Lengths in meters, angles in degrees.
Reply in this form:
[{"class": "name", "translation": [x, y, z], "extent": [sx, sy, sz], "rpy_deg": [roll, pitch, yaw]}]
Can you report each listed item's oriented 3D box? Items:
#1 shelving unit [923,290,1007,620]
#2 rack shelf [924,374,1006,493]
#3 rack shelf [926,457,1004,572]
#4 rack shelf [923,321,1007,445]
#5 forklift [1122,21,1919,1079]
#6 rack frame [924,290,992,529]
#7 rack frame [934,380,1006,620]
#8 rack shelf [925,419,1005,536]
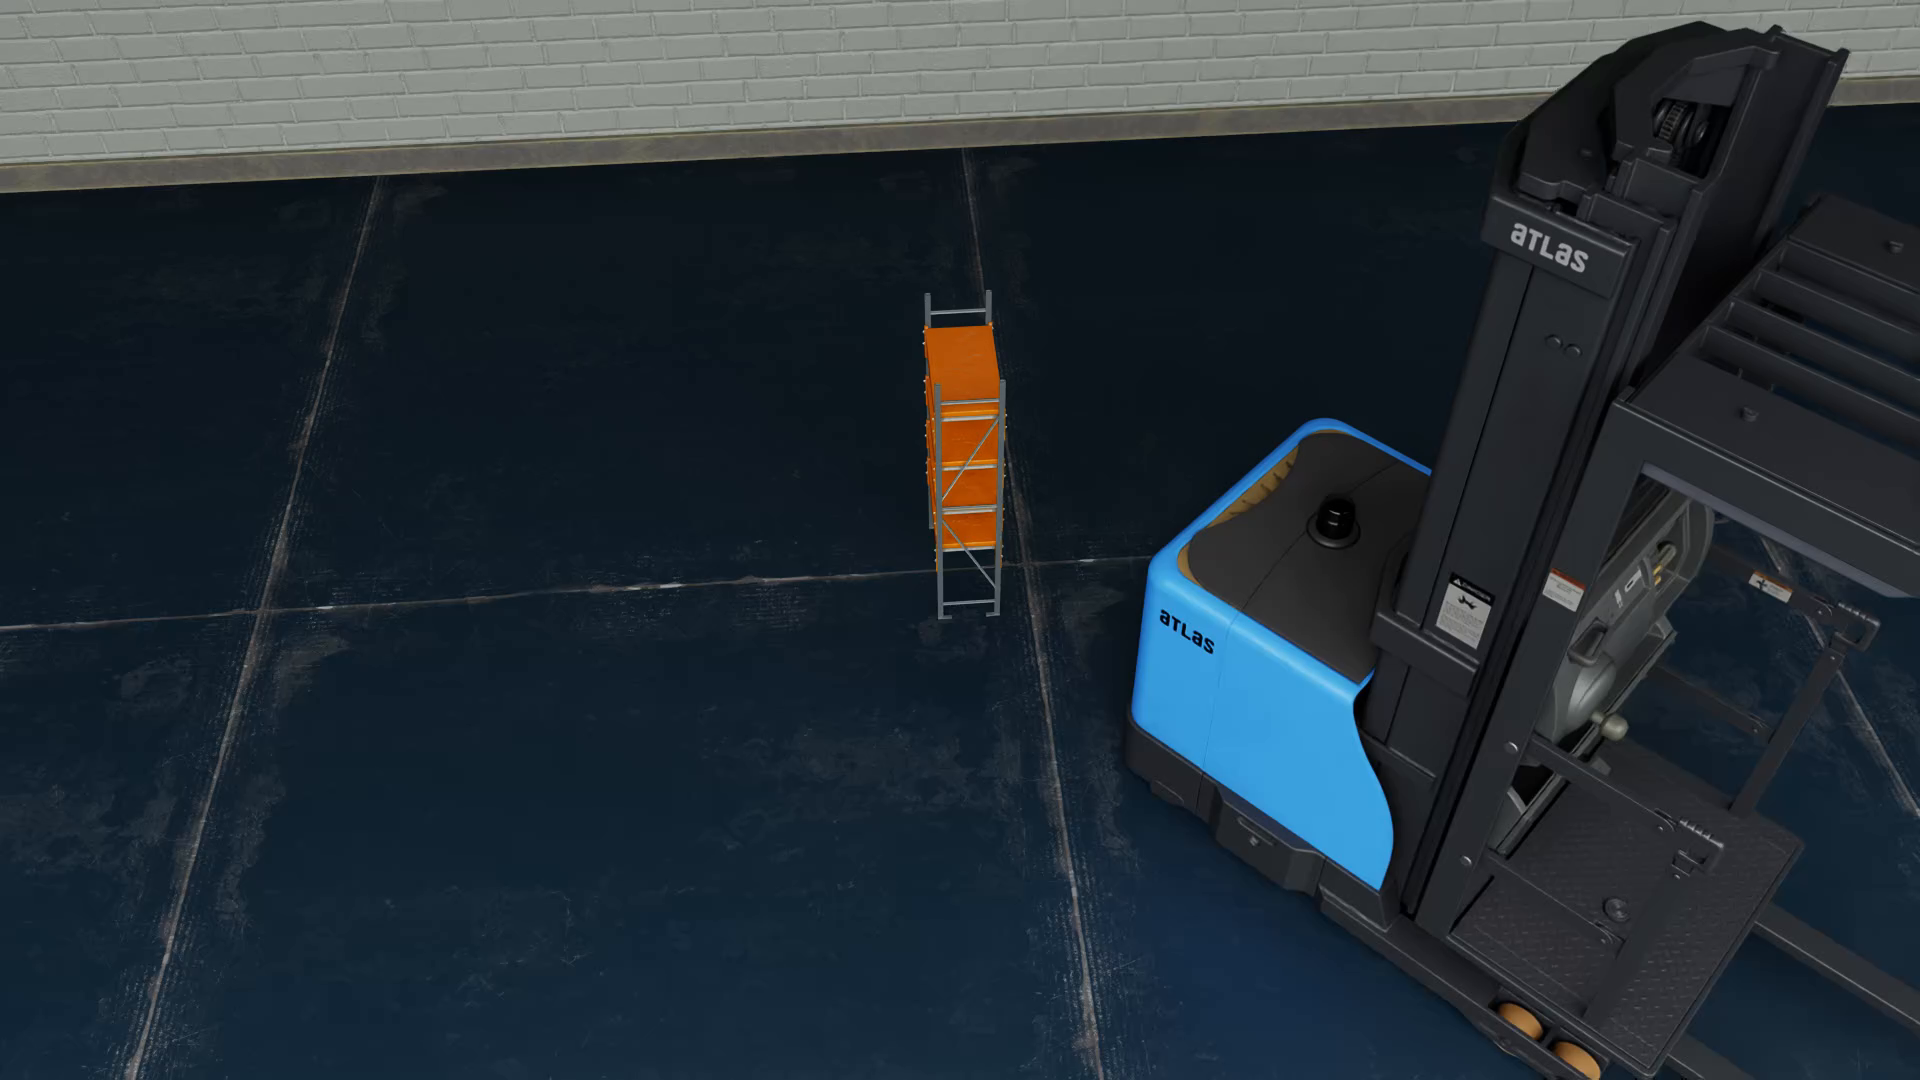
[{"class": "shelving unit", "translation": [0.014, -0.293, 6.201], "extent": [0.258, 1.200, 0.503], "rpy_deg": [-3, 47, -3]}, {"class": "rack shelf", "translation": [0.014, -0.400, 6.087], "extent": [0.258, 0.148, 0.480], "rpy_deg": [-3, 47, -3]}, {"class": "rack shelf", "translation": [0.014, -0.110, 6.394], "extent": [0.258, 0.148, 0.480], "rpy_deg": [-3, 47, -3]}, {"class": "rack shelf", "translation": [0.014, -0.563, 5.916], "extent": [0.258, 0.148, 0.480], "rpy_deg": [-3, 47, -3]}, {"class": "forklift", "translation": [2.005, 0.266, 4.480], "extent": [3.031, 2.935, 1.130], "rpy_deg": [33, 55, 28]}, {"class": "rack frame", "translation": [-0.007, -0.469, 6.368], "extent": [0.240, 1.200, 0.015], "rpy_deg": [-3, 47, -3]}, {"class": "rack frame", "translation": [0.034, -0.116, 6.034], "extent": [0.240, 1.200, 0.015], "rpy_deg": [-3, 47, -3]}, {"class": "rack shelf", "translation": [0.014, -0.247, 6.250], "extent": [0.258, 0.148, 0.480], "rpy_deg": [-3, 47, -3]}]
